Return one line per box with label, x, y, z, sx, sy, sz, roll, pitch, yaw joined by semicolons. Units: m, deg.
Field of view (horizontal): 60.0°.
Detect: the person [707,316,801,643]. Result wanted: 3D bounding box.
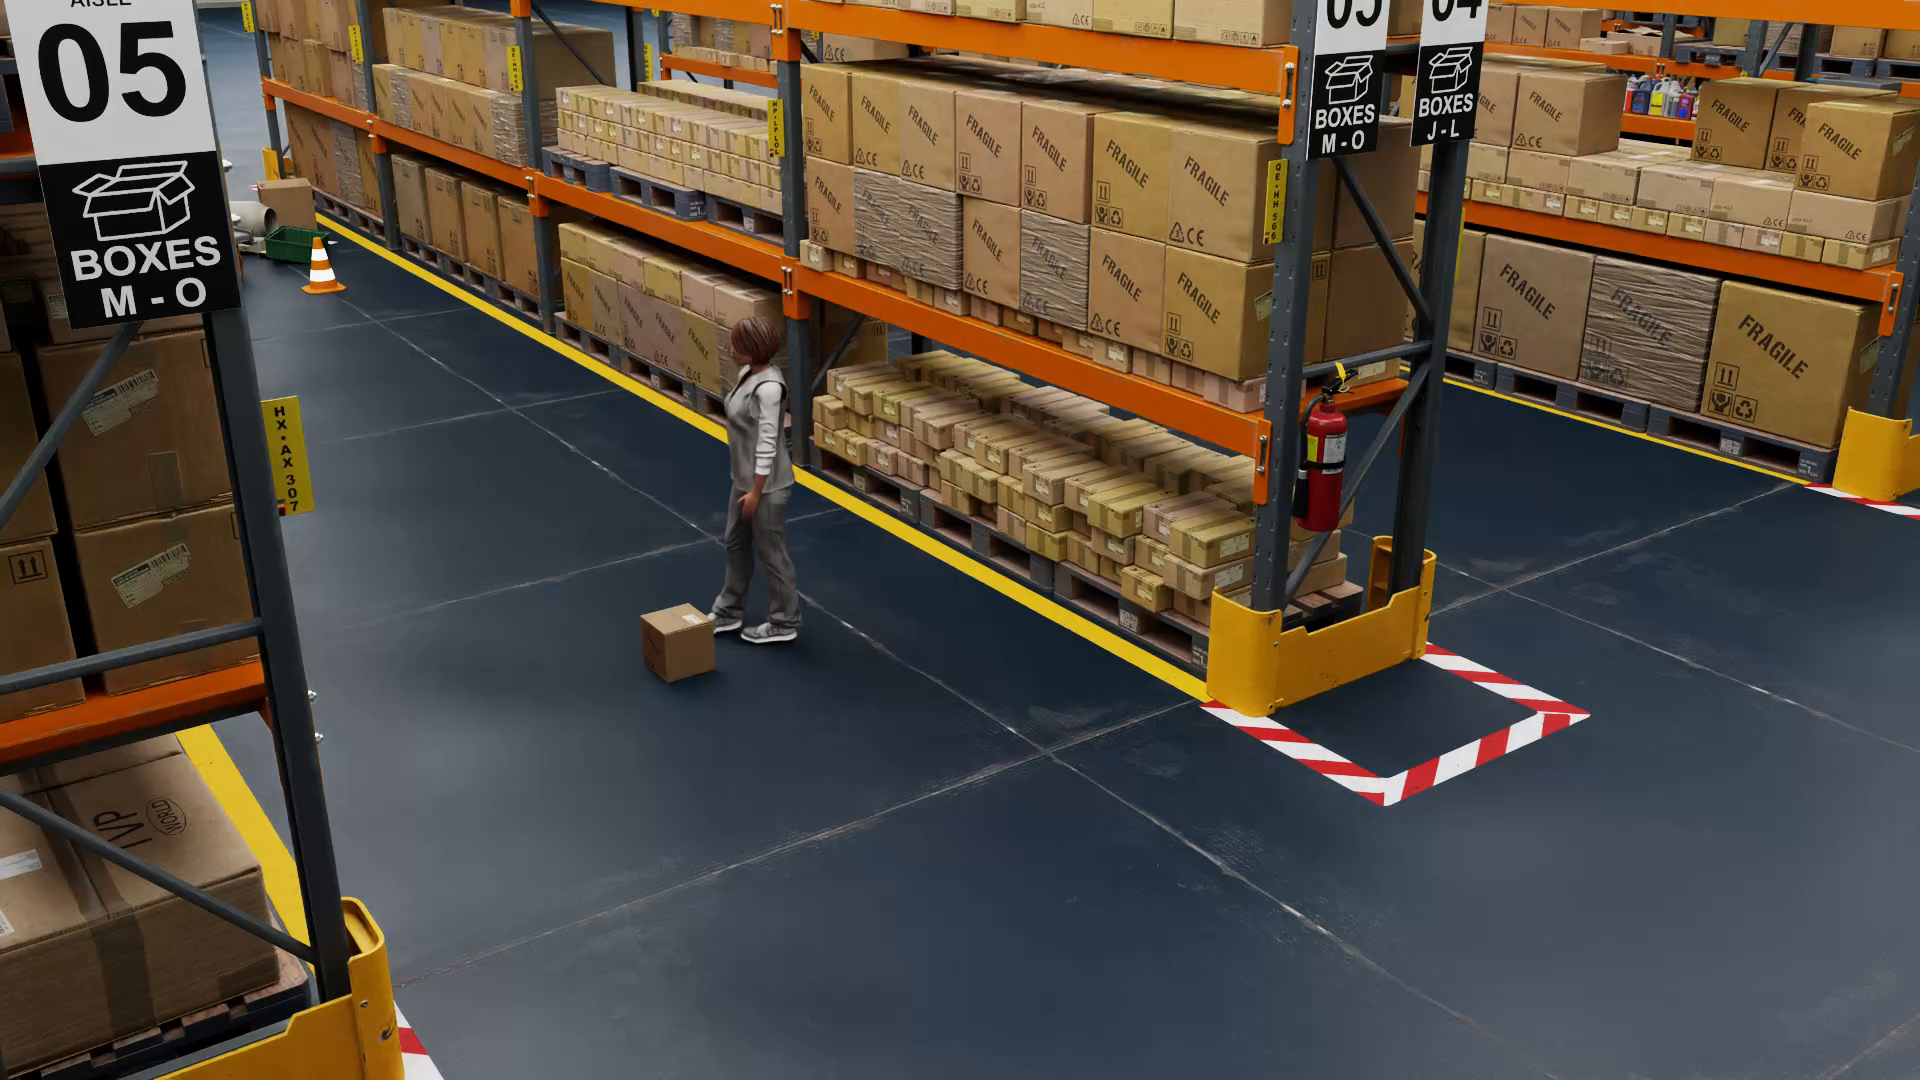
person;-1.026;-0.252;7.705;0.524;1.599;0.433;-7;23;-18
